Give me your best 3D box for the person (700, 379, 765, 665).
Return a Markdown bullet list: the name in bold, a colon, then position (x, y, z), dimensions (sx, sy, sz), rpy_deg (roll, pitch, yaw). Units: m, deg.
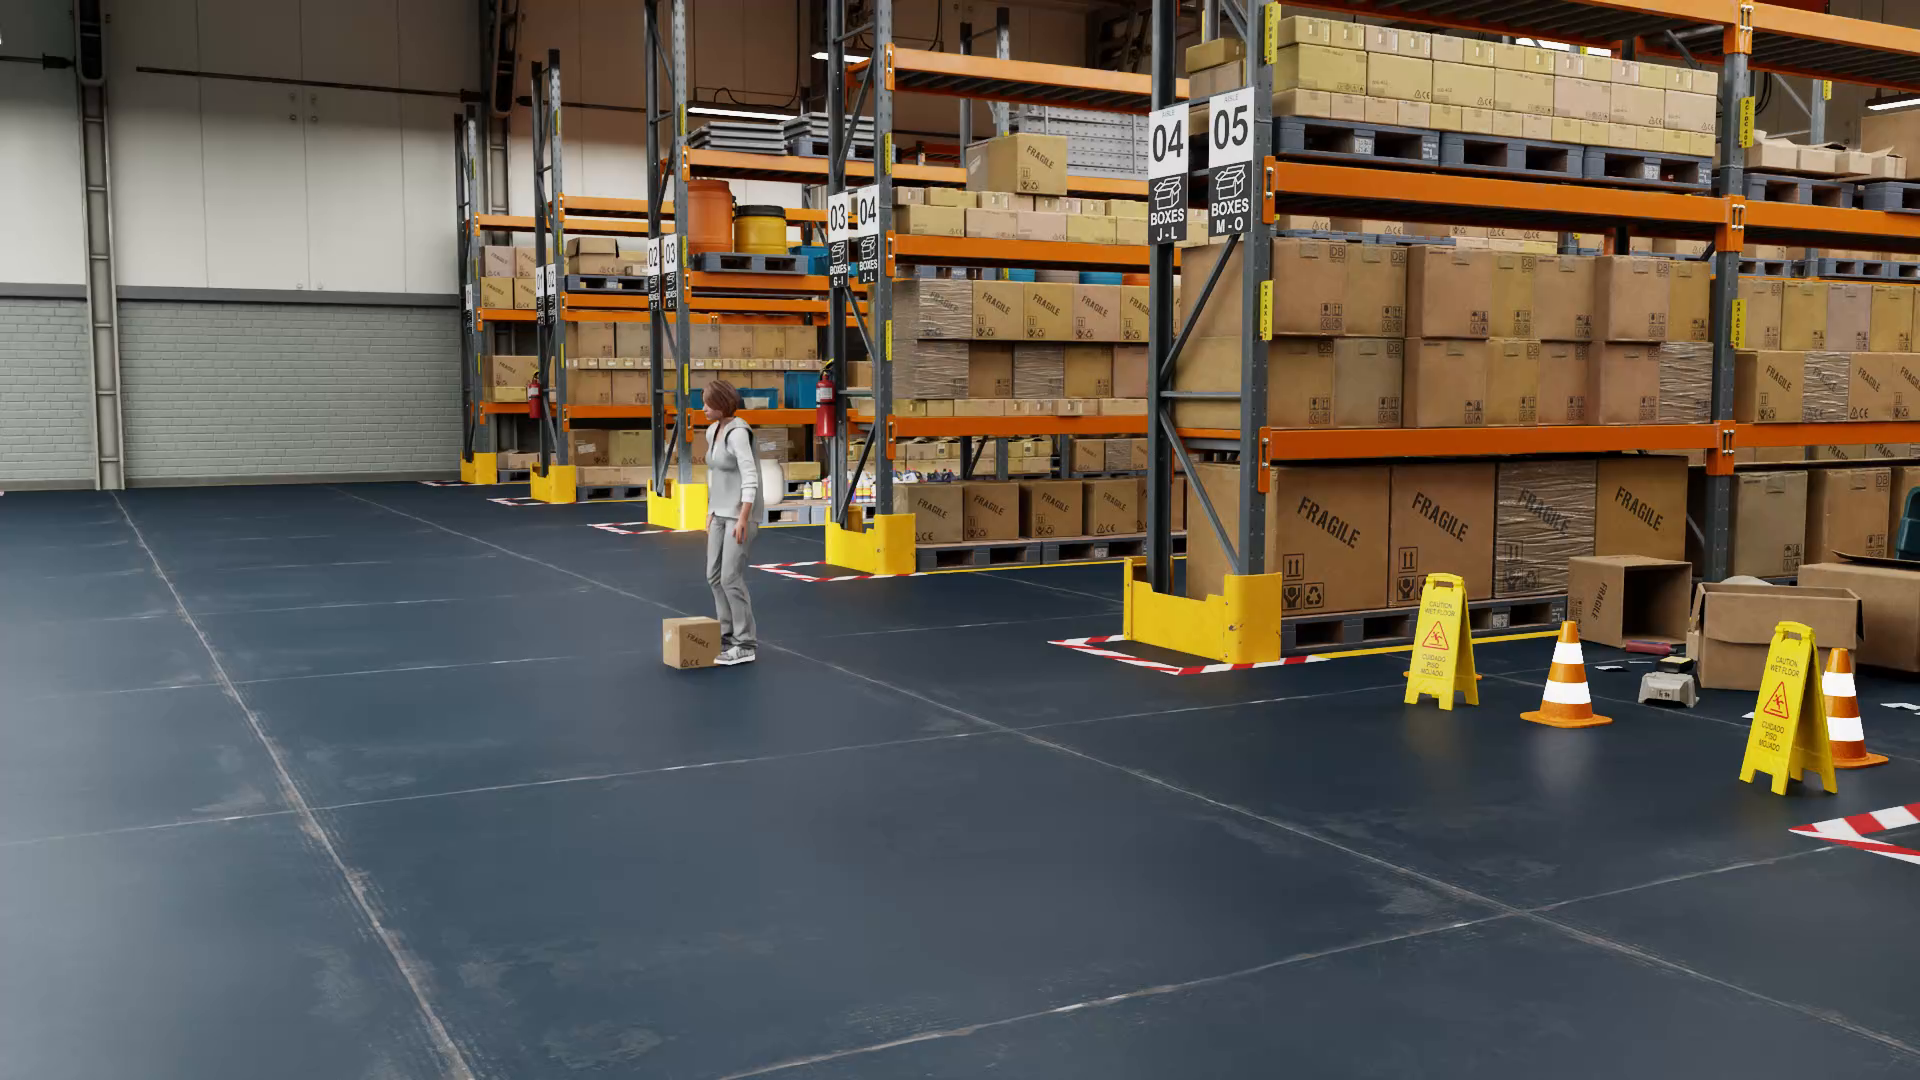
- **person**: position (-1.296, -0.048, 9.381), dimensions (0.345, 1.478, 0.478), rpy_deg (-3, 6, -32)
